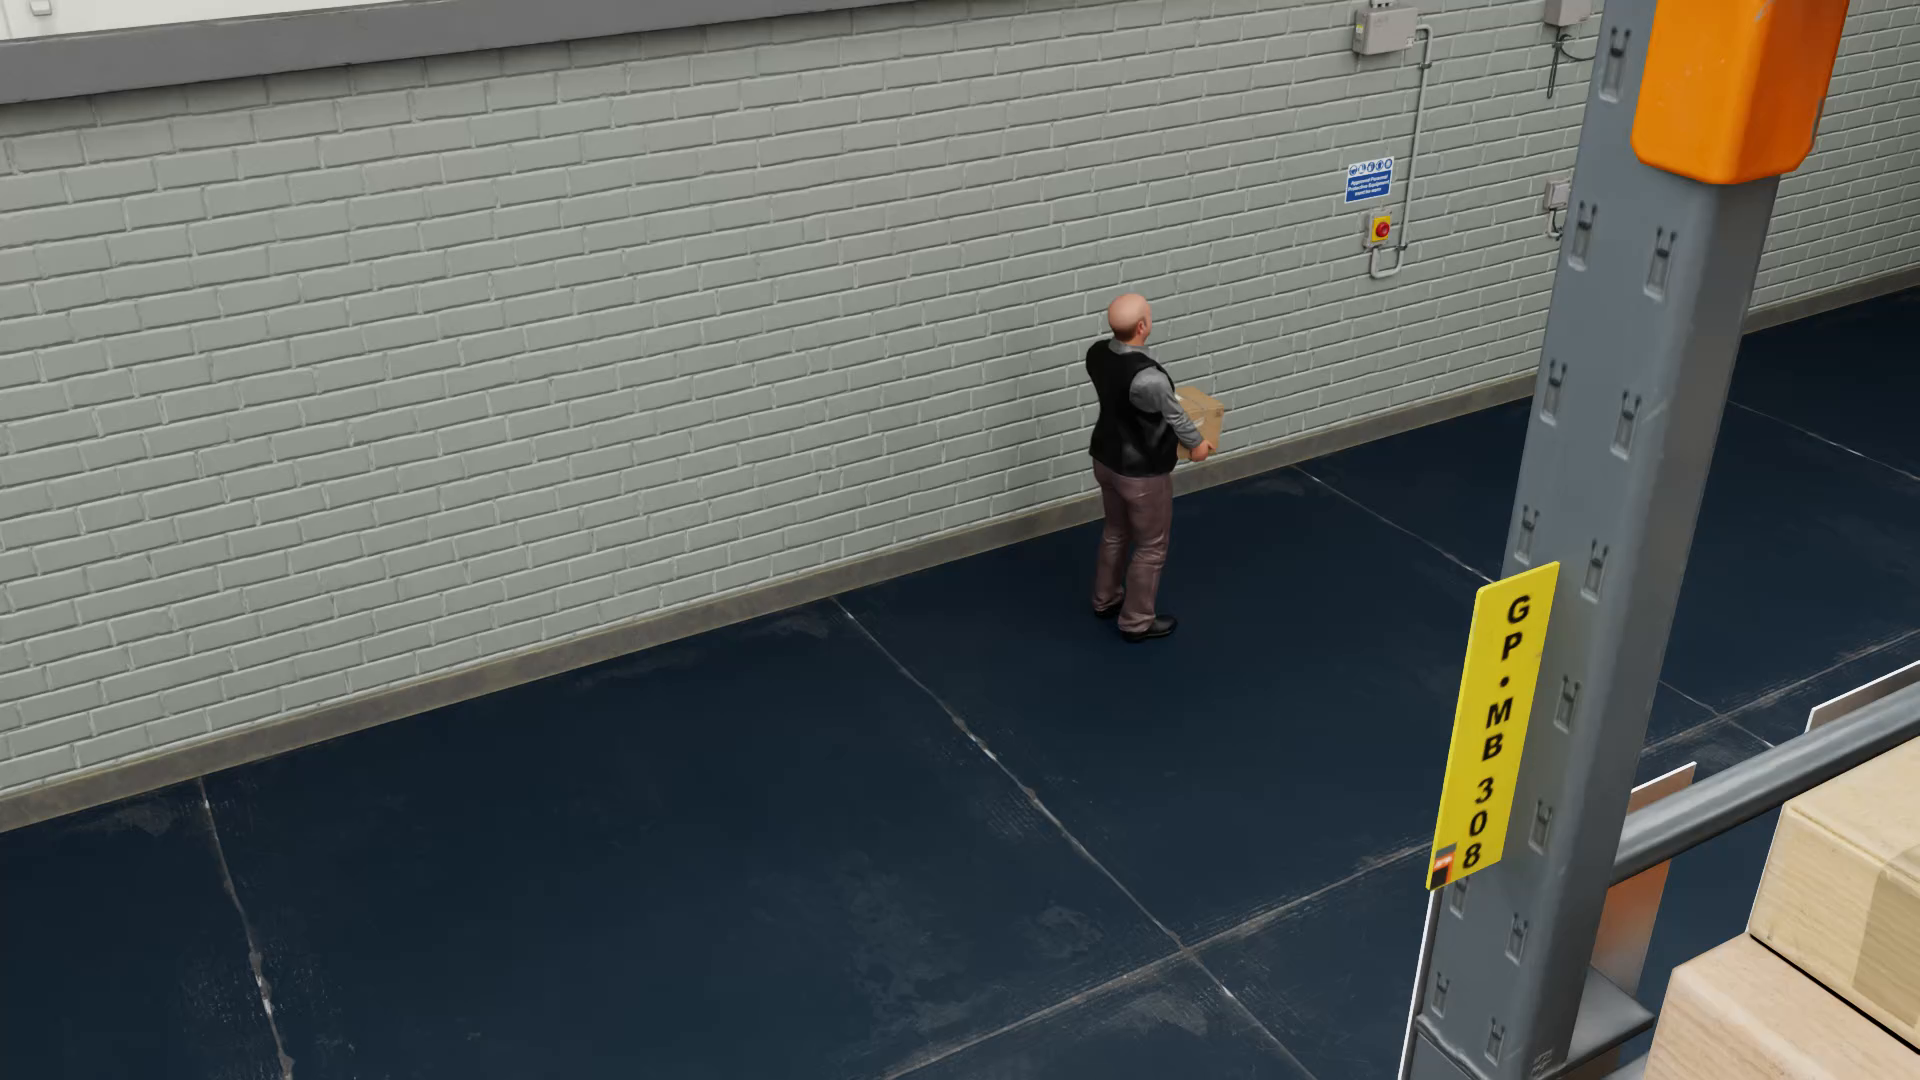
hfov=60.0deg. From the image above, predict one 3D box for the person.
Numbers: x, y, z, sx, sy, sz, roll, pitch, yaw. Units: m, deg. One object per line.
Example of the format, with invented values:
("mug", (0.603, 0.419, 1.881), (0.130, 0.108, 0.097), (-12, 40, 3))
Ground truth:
("person", (0.884, -0.368, 7.827), (0.550, 1.714, 0.496), (-16, 33, -26))
